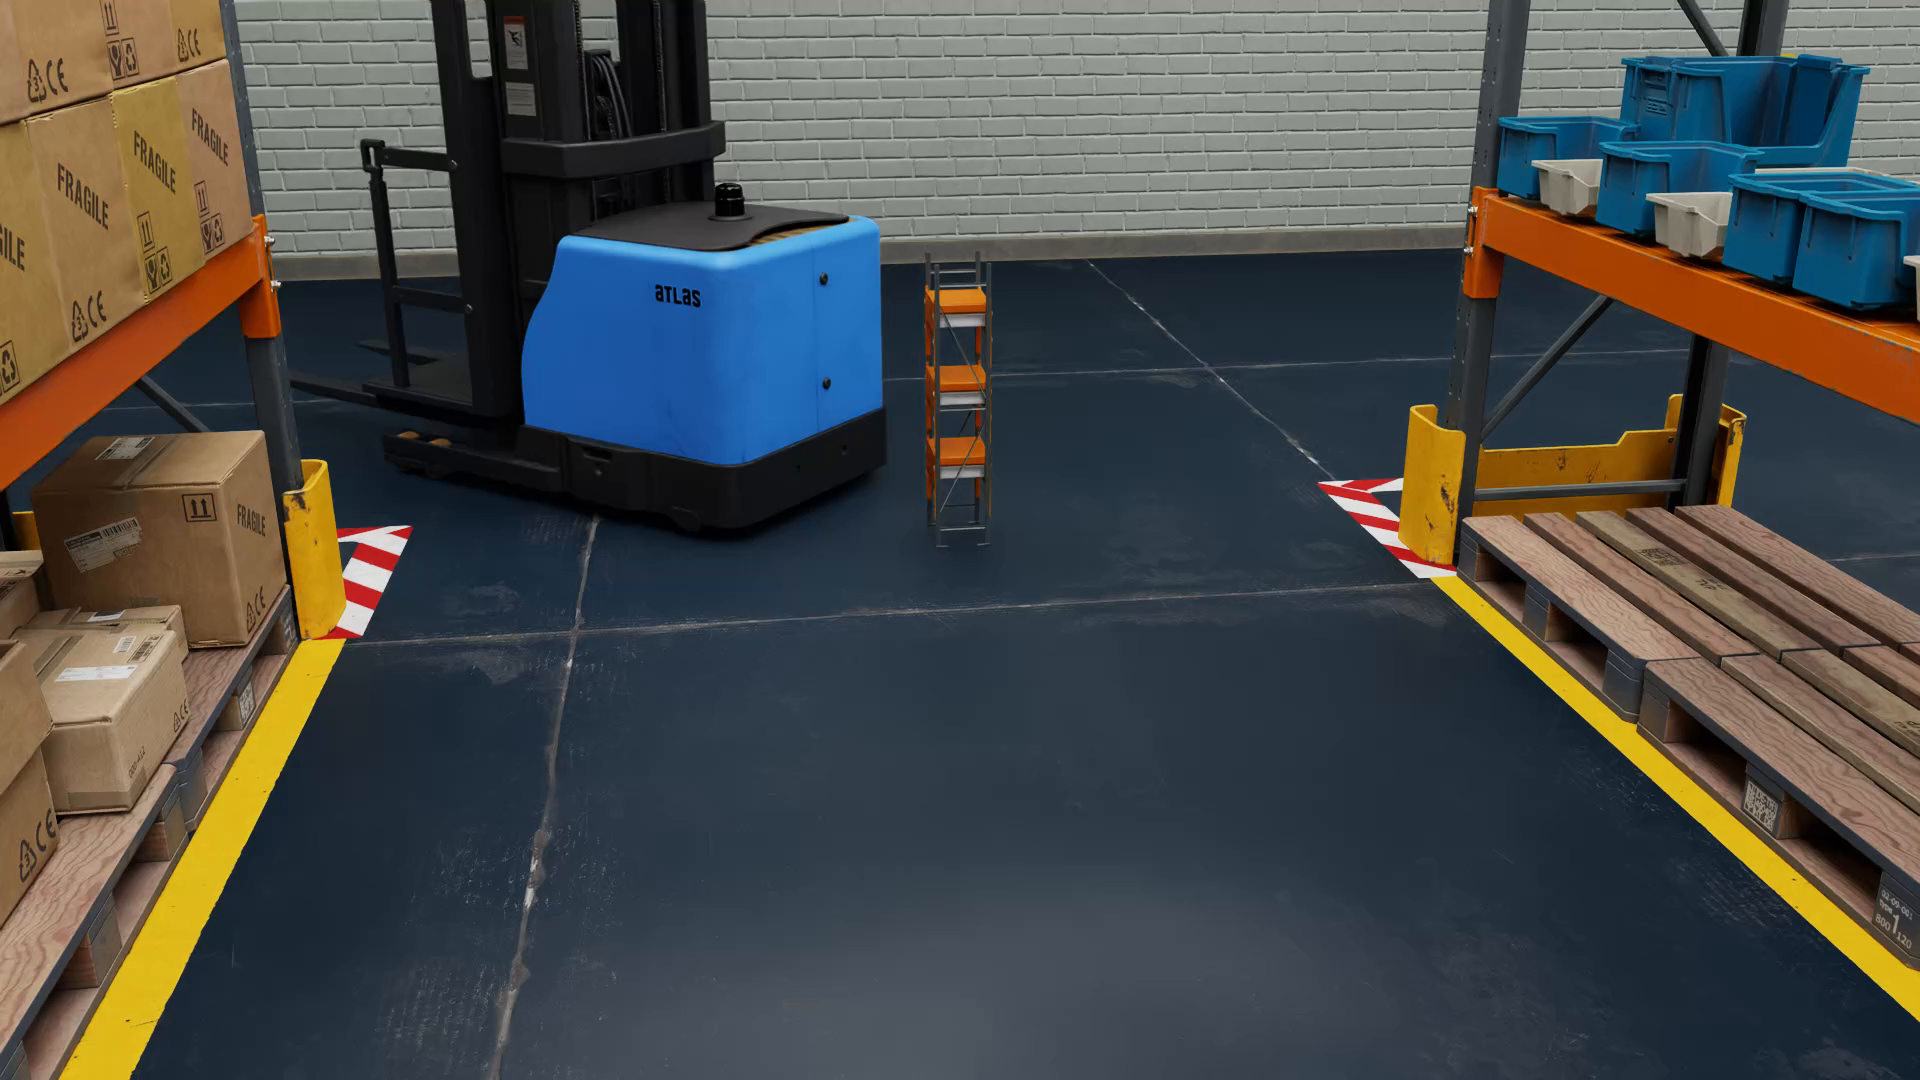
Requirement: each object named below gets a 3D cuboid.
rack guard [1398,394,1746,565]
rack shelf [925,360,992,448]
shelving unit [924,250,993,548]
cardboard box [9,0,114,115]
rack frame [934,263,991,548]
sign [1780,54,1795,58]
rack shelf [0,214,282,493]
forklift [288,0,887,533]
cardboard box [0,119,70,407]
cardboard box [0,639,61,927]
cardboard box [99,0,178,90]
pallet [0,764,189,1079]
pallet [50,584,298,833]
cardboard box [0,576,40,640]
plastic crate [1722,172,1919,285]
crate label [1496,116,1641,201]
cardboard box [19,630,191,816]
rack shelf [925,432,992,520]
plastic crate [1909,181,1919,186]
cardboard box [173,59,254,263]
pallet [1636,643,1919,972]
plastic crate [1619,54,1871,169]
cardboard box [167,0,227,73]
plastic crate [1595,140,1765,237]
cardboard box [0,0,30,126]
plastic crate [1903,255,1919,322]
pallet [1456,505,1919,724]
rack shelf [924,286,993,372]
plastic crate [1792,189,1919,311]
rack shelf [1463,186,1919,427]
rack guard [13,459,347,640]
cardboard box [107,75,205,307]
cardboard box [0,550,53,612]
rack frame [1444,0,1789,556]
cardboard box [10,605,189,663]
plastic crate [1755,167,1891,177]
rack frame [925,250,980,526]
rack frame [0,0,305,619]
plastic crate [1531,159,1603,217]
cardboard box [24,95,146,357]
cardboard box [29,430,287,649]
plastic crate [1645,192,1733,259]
[{"bbox_3d":[2.236,-0.229,6.114,1.175,0.500,0.348,-3,21,-8],"label":"rack guard"},{"bbox_3d":[-0.008,-0.500,6.086,0.215,0.259,0.240,-3,21,-8],"label":"rack shelf"},{"bbox_3d":[-0.008,-0.510,6.082,0.215,1.050,0.252,-3,21,-8],"label":"shelving unit"},{"bbox_3d":[-2.160,-1.165,3.475,0.500,0.500,0.500,-2,21,-6],"label":"cardboard box"},{"bbox_3d":[0.010,-0.468,5.969,0.200,1.050,0.008,-3,21,-8],"label":"rack frame"},{"bbox_3d":[2.795,-1.502,5.717,0.100,0.325,0.005,-3,21,-8],"label":"sign"},{"bbox_3d":[-2.361,-0.114,3.263,1.077,0.370,4.000,-3,21,-8],"label":"rack shelf"},{"bbox_3d":[-1.824,-1.769,6.764,3.031,2.935,1.130,12,24,30],"label":"forklift"},{"bbox_3d":[-2.098,-0.522,3.184,0.500,0.500,0.500,-3,21,-9],"label":"cardboard box"},{"bbox_3d":[-2.349,0.554,3.384,0.797,0.503,0.637,-3,21,-8],"label":"cardboard box"},{"bbox_3d":[-2.239,-1.344,3.955,0.500,0.500,0.500,-2,21,-6],"label":"cardboard box"},{"bbox_3d":[-2.350,0.887,3.541,1.003,0.211,1.213,-3,21,-8],"label":"pallet"},{"bbox_3d":[-2.523,0.465,4.670,1.003,0.211,1.213,-3,21,-8],"label":"pallet"},{"bbox_3d":[-2.780,0.314,4.389,0.500,0.250,0.500,-3,21,-8],"label":"cardboard box"},{"bbox_3d":[2.152,-0.784,4.181,0.416,0.233,0.300,-3,21,-8],"label":"plastic crate"},{"bbox_3d":[1.963,-1.240,5.402,0.416,0.233,0.303,-3,21,-8],"label":"crate label"},{"bbox_3d":[-2.220,0.445,4.040,0.500,0.250,0.500,-3,21,-8],"label":"cardboard box"},{"bbox_3d":[-0.008,-0.240,6.183,0.215,0.259,0.240,-3,21,-8],"label":"rack shelf"},{"bbox_3d":[2.577,-0.922,4.690,0.396,0.136,0.243,-3,21,-8],"label":"plastic crate"},{"bbox_3d":[-2.315,-1.049,4.595,0.500,0.500,0.500,-2,21,-6],"label":"cardboard box"},{"bbox_3d":[2.506,0.623,4.246,1.003,0.211,1.213,-3,21,-8],"label":"pallet"},{"bbox_3d":[2.486,-1.330,5.355,0.616,0.435,0.499,-3,21,-8],"label":"plastic crate"},{"bbox_3d":[-2.313,-1.519,4.423,0.500,0.500,0.500,-3,21,-8],"label":"cardboard box"},{"bbox_3d":[2.057,-1.012,4.792,0.416,0.233,0.300,-3,21,-8],"label":"plastic crate"},{"bbox_3d":[-2.086,-0.987,2.999,0.500,0.500,0.500,-2,21,-6],"label":"cardboard box"},{"bbox_3d":[2.281,-0.500,3.558,0.293,0.136,0.466,-3,21,-8],"label":"plastic crate"},{"bbox_3d":[2.333,0.202,5.375,1.003,0.211,1.213,-3,21,-8],"label":"pallet"},{"bbox_3d":[-0.008,-0.766,5.986,0.215,0.259,0.240,-3,21,-8],"label":"rack shelf"},{"bbox_3d":[2.196,-0.680,3.903,0.416,0.233,0.300,-3,21,-8],"label":"plastic crate"},{"bbox_3d":[2.541,-0.363,3.928,1.077,0.370,4.000,-3,21,-8],"label":"rack shelf"},{"bbox_3d":[-2.638,0.054,5.358,1.175,0.500,0.348,-3,21,-8],"label":"rack guard"},{"bbox_3d":[-2.237,-0.870,4.115,0.500,0.500,0.500,-3,21,-7],"label":"cardboard box"},{"bbox_3d":[-2.929,0.148,4.978,0.380,0.149,0.250,-3,21,-8],"label":"cardboard box"},{"bbox_3d":[2.253,-1.392,5.656,1.000,3.000,0.127,-3,21,-8],"label":"rack frame"},{"bbox_3d":[-2.358,0.298,4.551,0.380,0.166,0.250,-3,21,-8],"label":"cardboard box"},{"bbox_3d":[2.549,-1.024,4.961,0.396,0.136,0.243,-3,21,-8],"label":"plastic crate"},{"bbox_3d":[-0.025,-0.553,6.195,0.200,1.050,0.008,-3,21,-8],"label":"rack frame"},{"bbox_3d":[-2.649,-1.144,4.991,1.000,3.000,0.127,-3,21,-8],"label":"rack frame"},{"bbox_3d":[1.927,-1.079,5.110,0.250,0.136,0.298,-3,21,-8],"label":"plastic crate"},{"bbox_3d":[-2.171,-0.697,3.651,0.500,0.500,0.500,-3,21,-7],"label":"cardboard box"},{"bbox_3d":[-2.327,-0.003,4.881,0.500,0.500,0.500,-3,21,-8],"label":"cardboard box"},{"bbox_3d":[2.025,-0.845,4.481,0.250,0.136,0.298,-3,21,-8],"label":"plastic crate"}]
